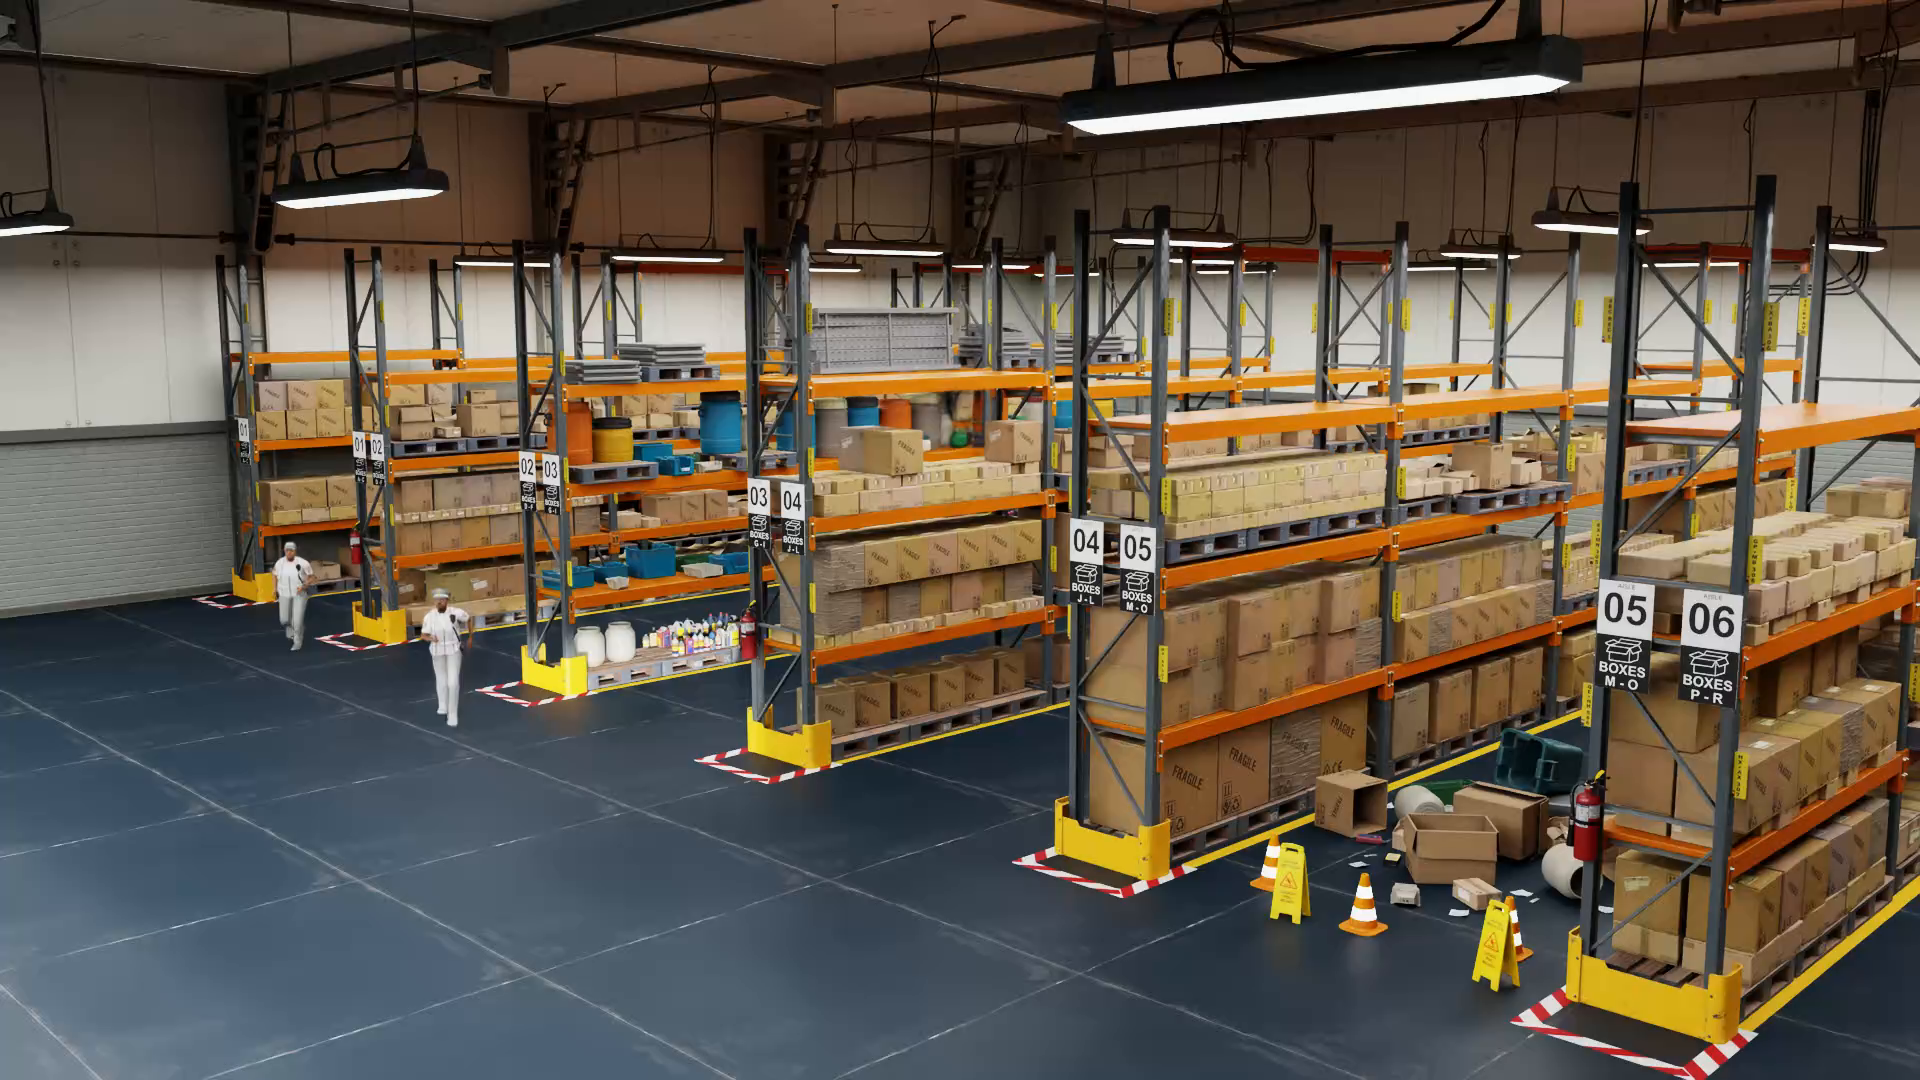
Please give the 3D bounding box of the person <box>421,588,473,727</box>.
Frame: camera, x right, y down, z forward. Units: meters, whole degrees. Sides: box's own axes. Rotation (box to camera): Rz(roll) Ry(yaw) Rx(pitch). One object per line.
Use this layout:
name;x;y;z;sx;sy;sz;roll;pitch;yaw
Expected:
person;-6.337;1.429;20.586;0.588;1.733;0.875;-1;8;-8

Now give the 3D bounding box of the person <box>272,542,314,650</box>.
person;-10.058;0.834;25.091;0.620;1.624;0.563;-2;8;-11
